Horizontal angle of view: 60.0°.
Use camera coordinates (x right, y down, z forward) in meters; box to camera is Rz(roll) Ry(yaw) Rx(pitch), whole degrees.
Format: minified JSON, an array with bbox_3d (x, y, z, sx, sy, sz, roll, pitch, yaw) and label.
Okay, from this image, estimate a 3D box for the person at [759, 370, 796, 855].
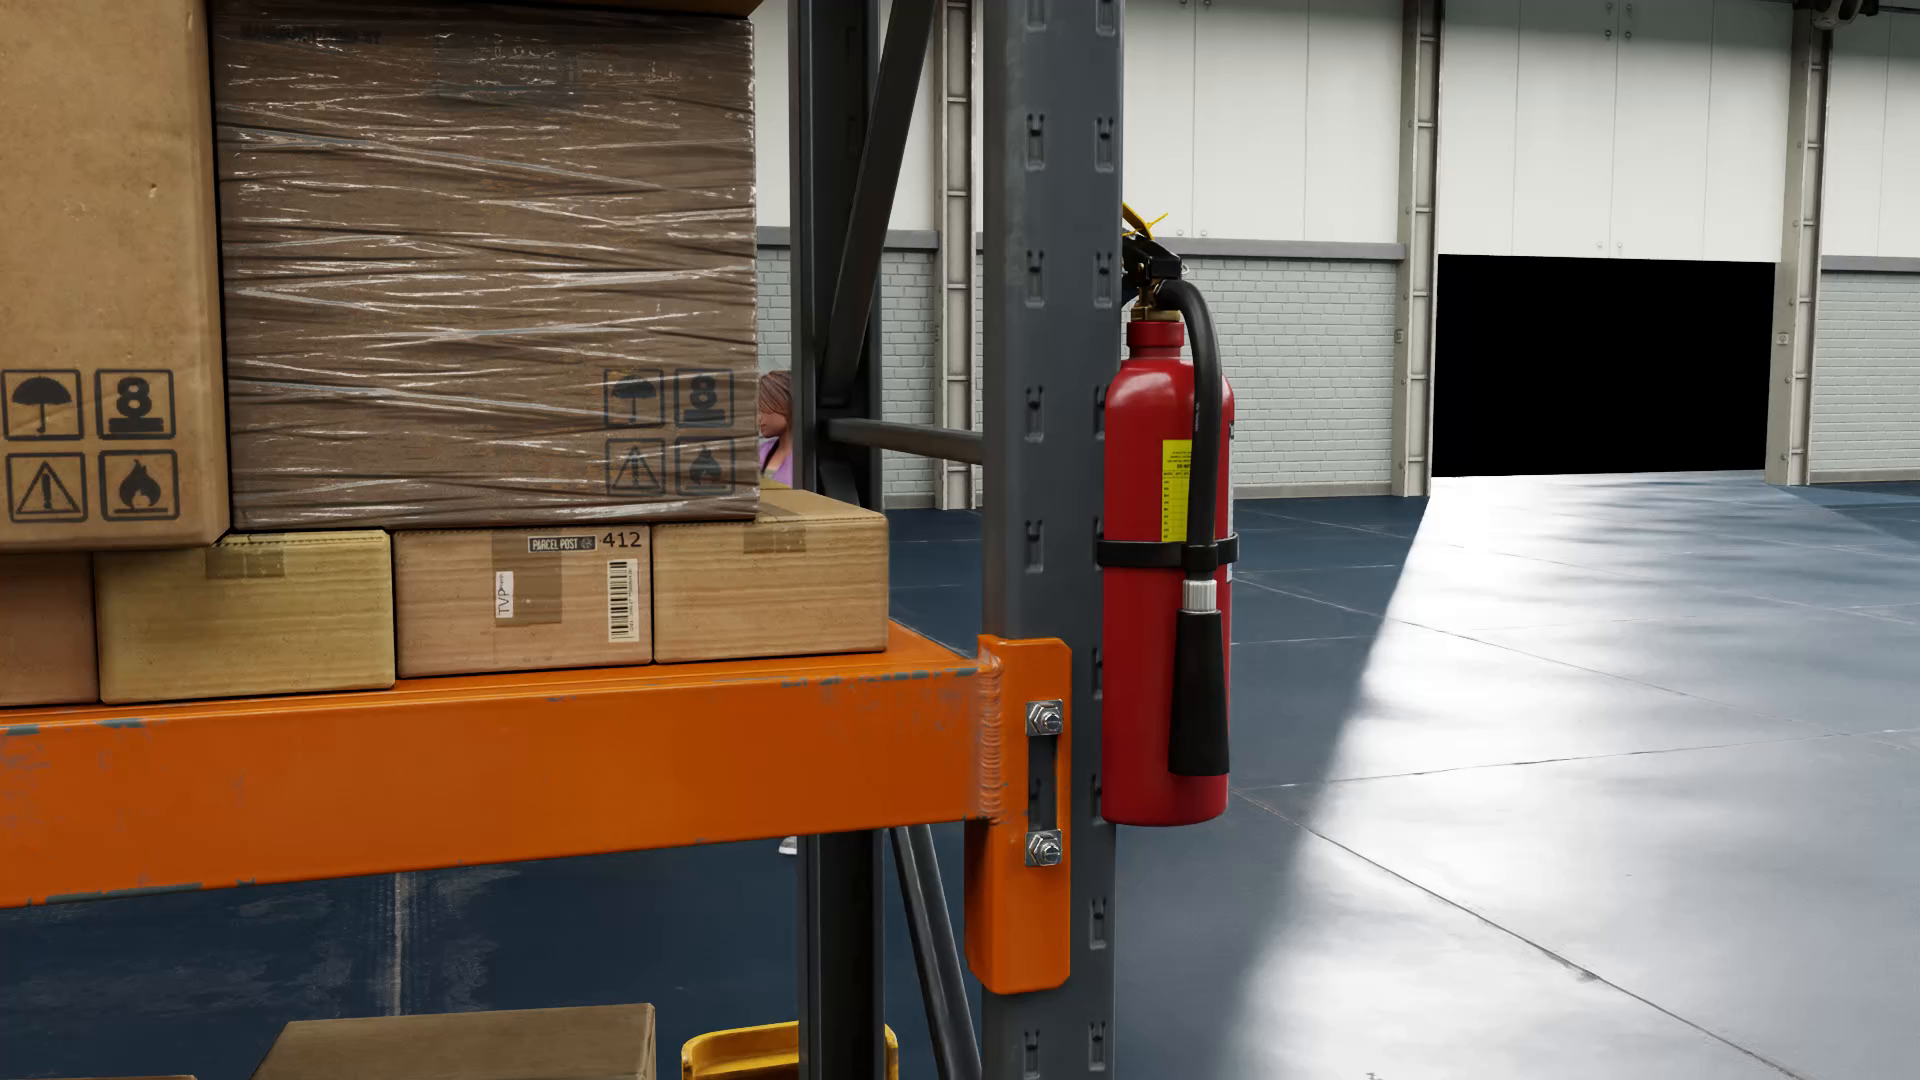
[{"bbox_3d":[-0.532,0.221,5.623,0.444,1.564,0.607,4,7,34],"label":"person"}]
